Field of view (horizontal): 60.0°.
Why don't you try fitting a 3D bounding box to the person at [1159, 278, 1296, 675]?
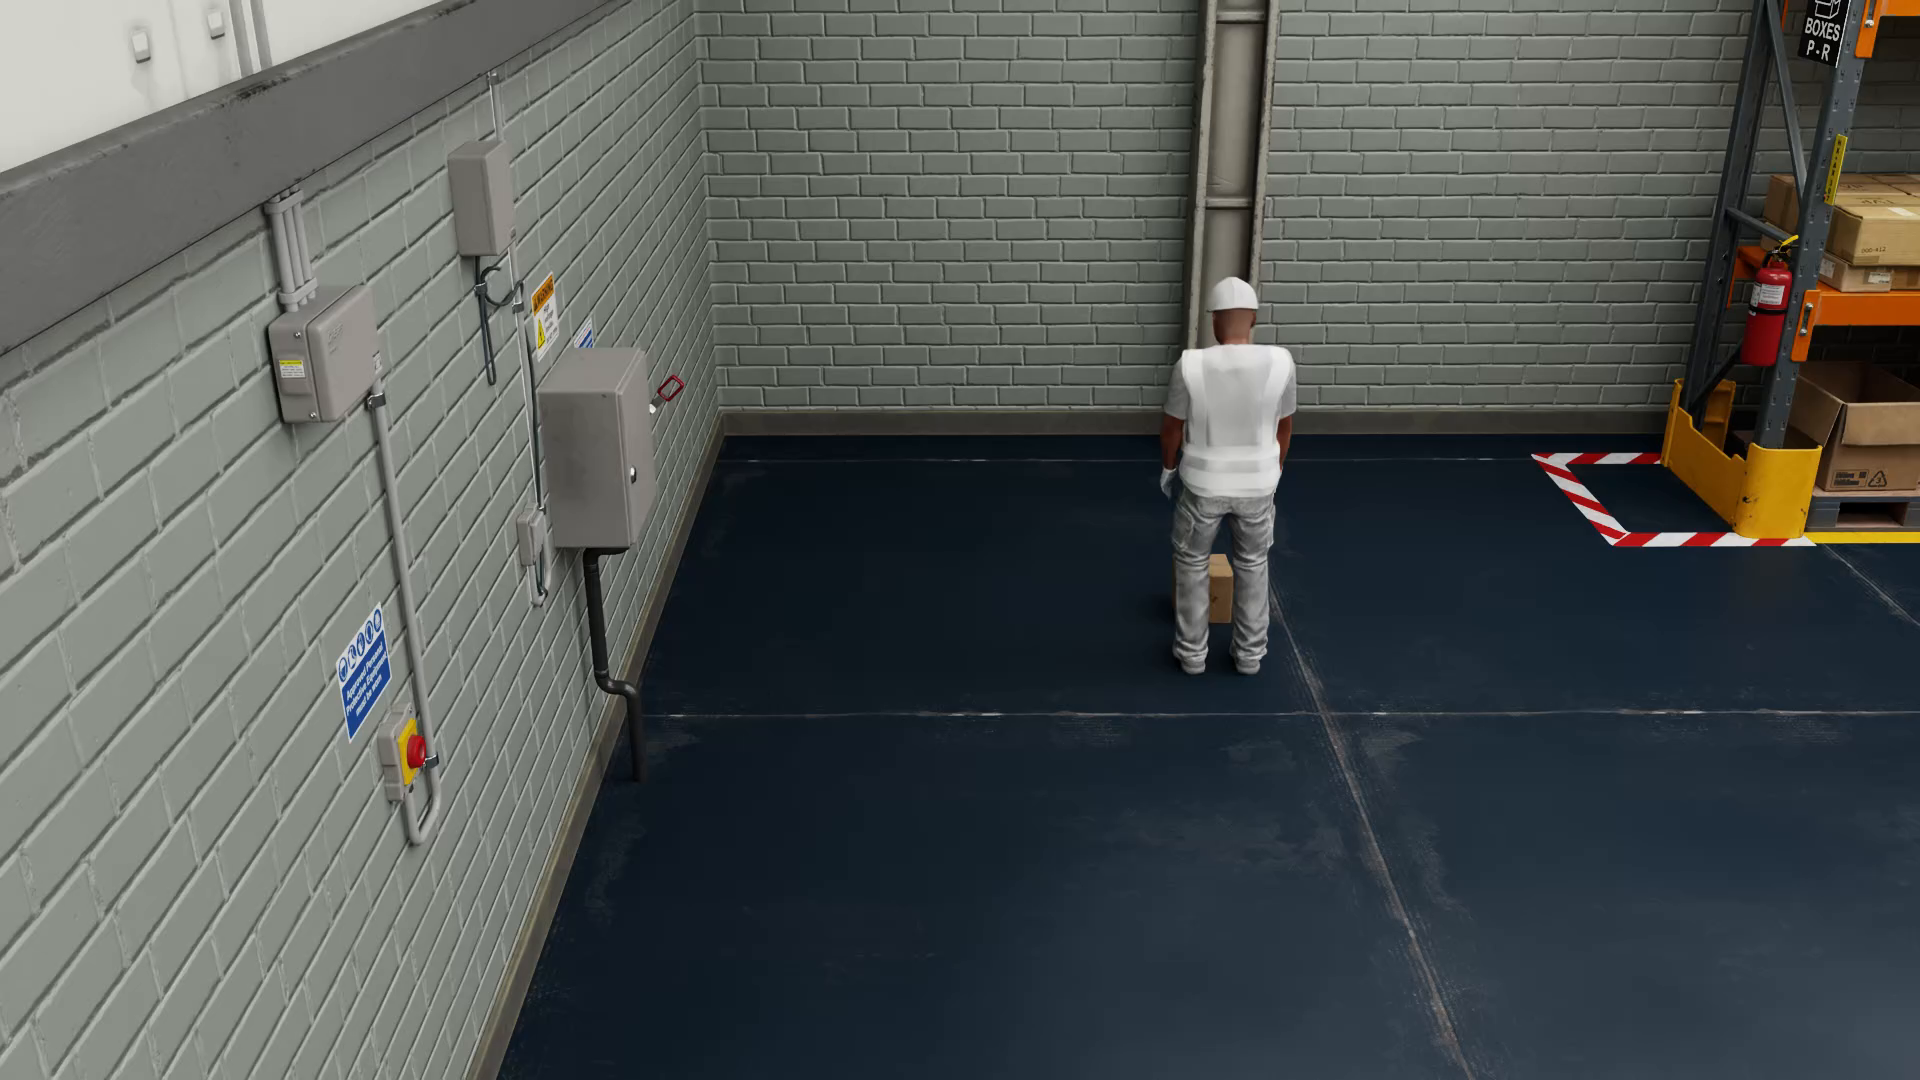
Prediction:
[{"bbox_3d":[1.135,-0.258,7.188,0.559,1.759,0.401,0,24,1],"label":"person"}]
